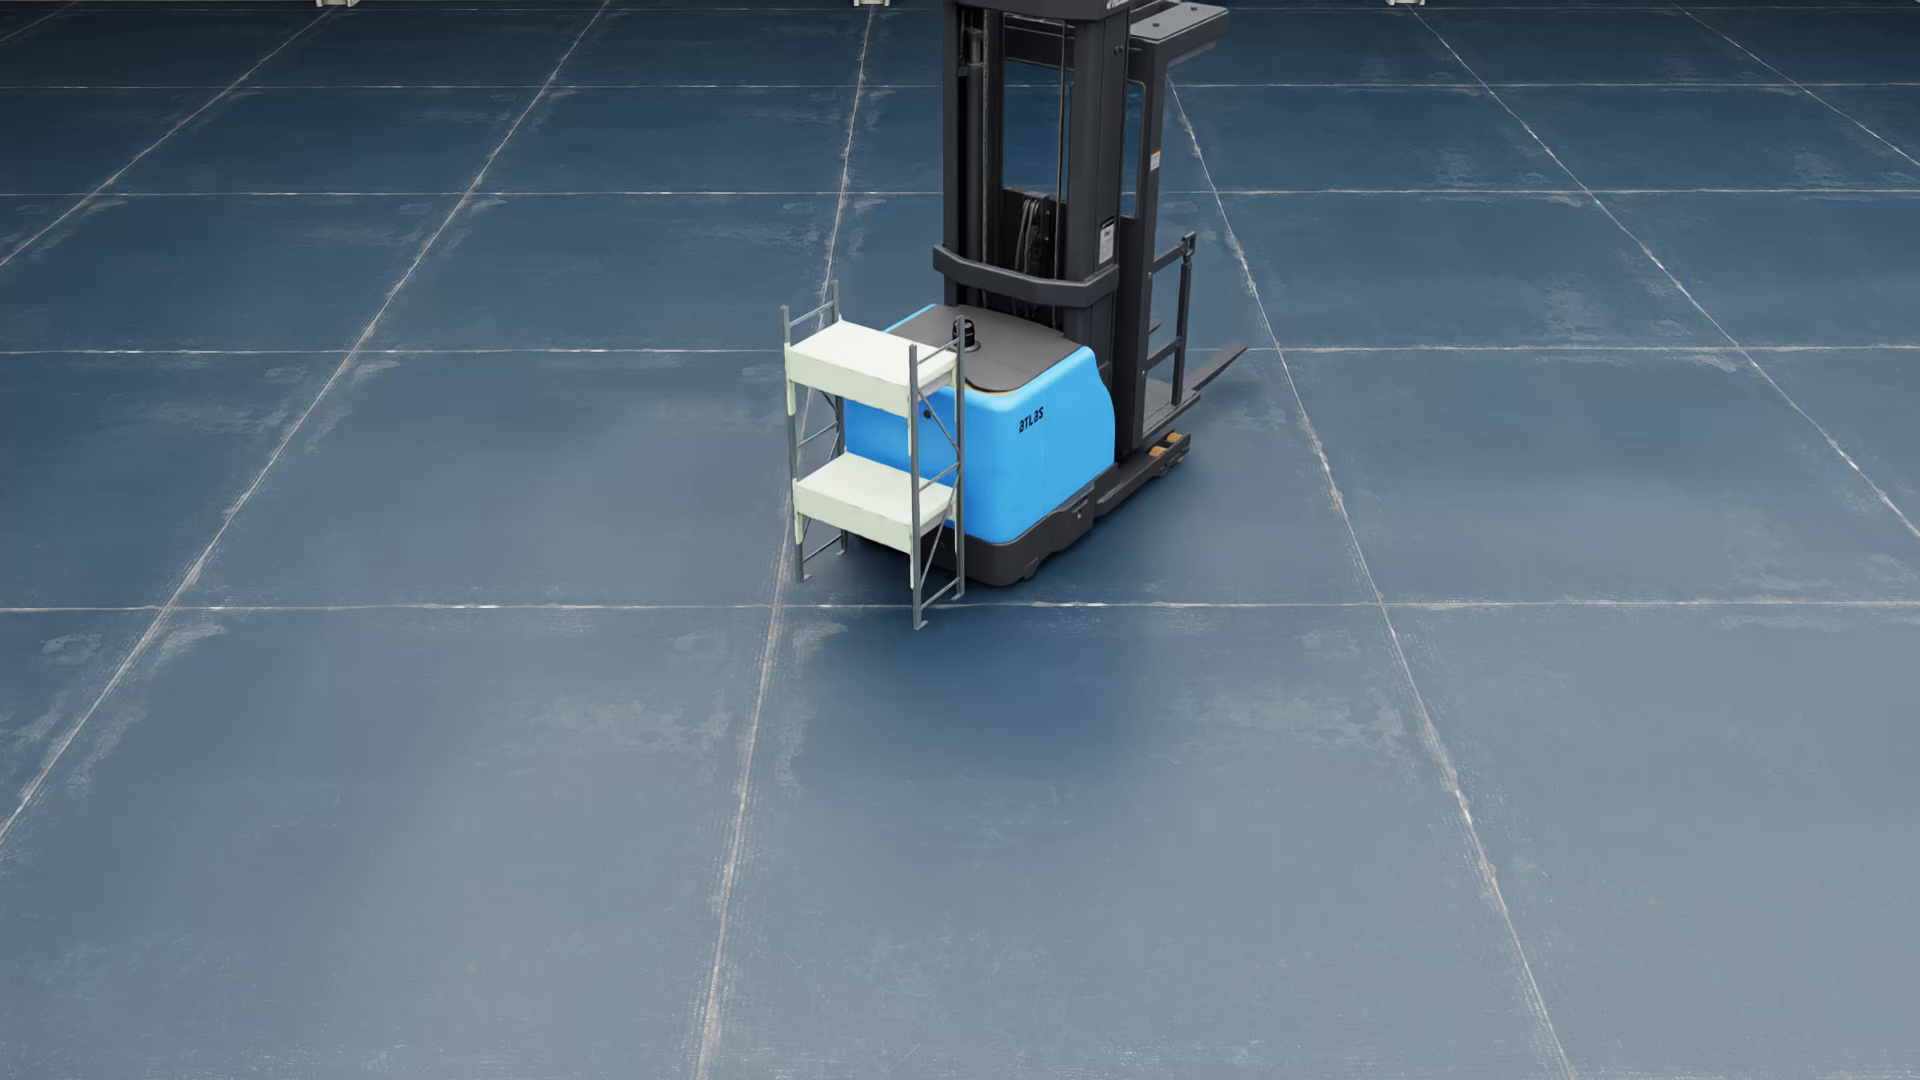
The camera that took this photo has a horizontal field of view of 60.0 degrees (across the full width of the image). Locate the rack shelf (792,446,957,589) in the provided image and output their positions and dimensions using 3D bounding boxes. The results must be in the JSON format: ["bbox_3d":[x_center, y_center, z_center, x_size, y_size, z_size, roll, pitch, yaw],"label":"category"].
[{"bbox_3d":[-0.402,-0.120,8.130,0.720,0.370,0.431,20,36,29],"label":"rack shelf"}]

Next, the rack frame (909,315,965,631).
[{"bbox_3d":[-0.101,-0.290,7.782,0.023,1.500,0.400,20,36,29],"label":"rack frame"}]

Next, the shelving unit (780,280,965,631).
[{"bbox_3d":[-0.402,-0.398,7.961,0.755,1.500,0.431,20,36,29],"label":"shelving unit"}]

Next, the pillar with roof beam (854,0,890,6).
[{"bbox_3d":[-0.964,-7.676,12.726,0.400,9.000,9.100,0,31,0],"label":"pillar with roof beam"}]

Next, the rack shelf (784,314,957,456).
[{"bbox_3d":[-0.402,-0.732,7.758,0.720,0.370,0.431,20,36,29],"label":"rack shelf"}]

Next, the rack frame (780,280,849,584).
[{"bbox_3d":[-0.702,-0.507,8.139,0.023,1.500,0.400,20,36,29],"label":"rack frame"}]

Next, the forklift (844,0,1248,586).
[{"bbox_3d":[0.655,-1.742,8.795,1.130,2.935,3.031,20,36,29],"label":"forklift"}]

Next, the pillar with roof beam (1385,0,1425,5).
[{"bbox_3d":[5.036,-7.695,12.757,0.400,9.000,9.100,0,31,0],"label":"pillar with roof beam"}]
